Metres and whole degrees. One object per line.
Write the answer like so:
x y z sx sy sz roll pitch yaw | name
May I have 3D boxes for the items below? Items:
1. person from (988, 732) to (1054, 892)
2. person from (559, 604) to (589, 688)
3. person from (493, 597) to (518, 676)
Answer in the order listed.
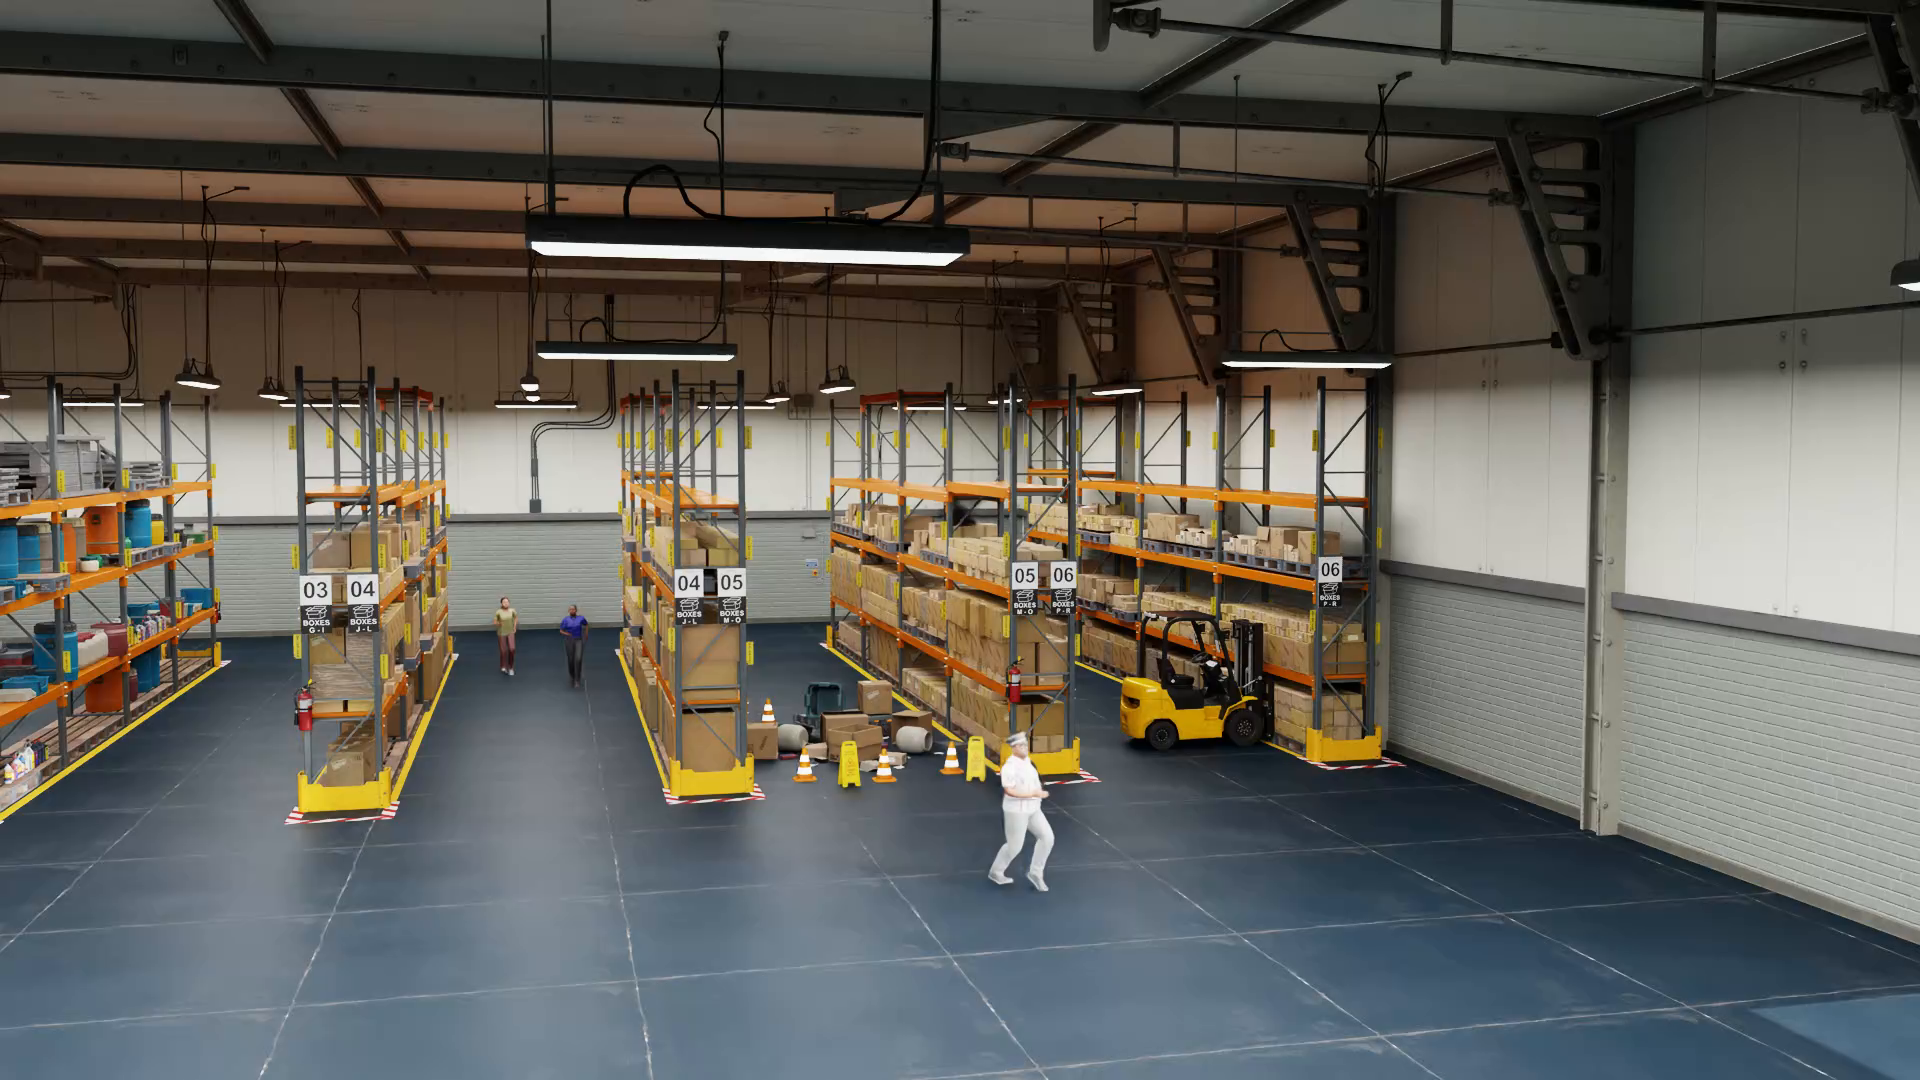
0.691 3.043 18.558 0.767 1.817 0.670 2 4 35 | person
-7.893 2.158 34.017 0.581 1.700 0.841 -1 3 -10 | person
-9.690 2.058 35.495 0.529 1.696 0.735 -1 4 -20 | person
